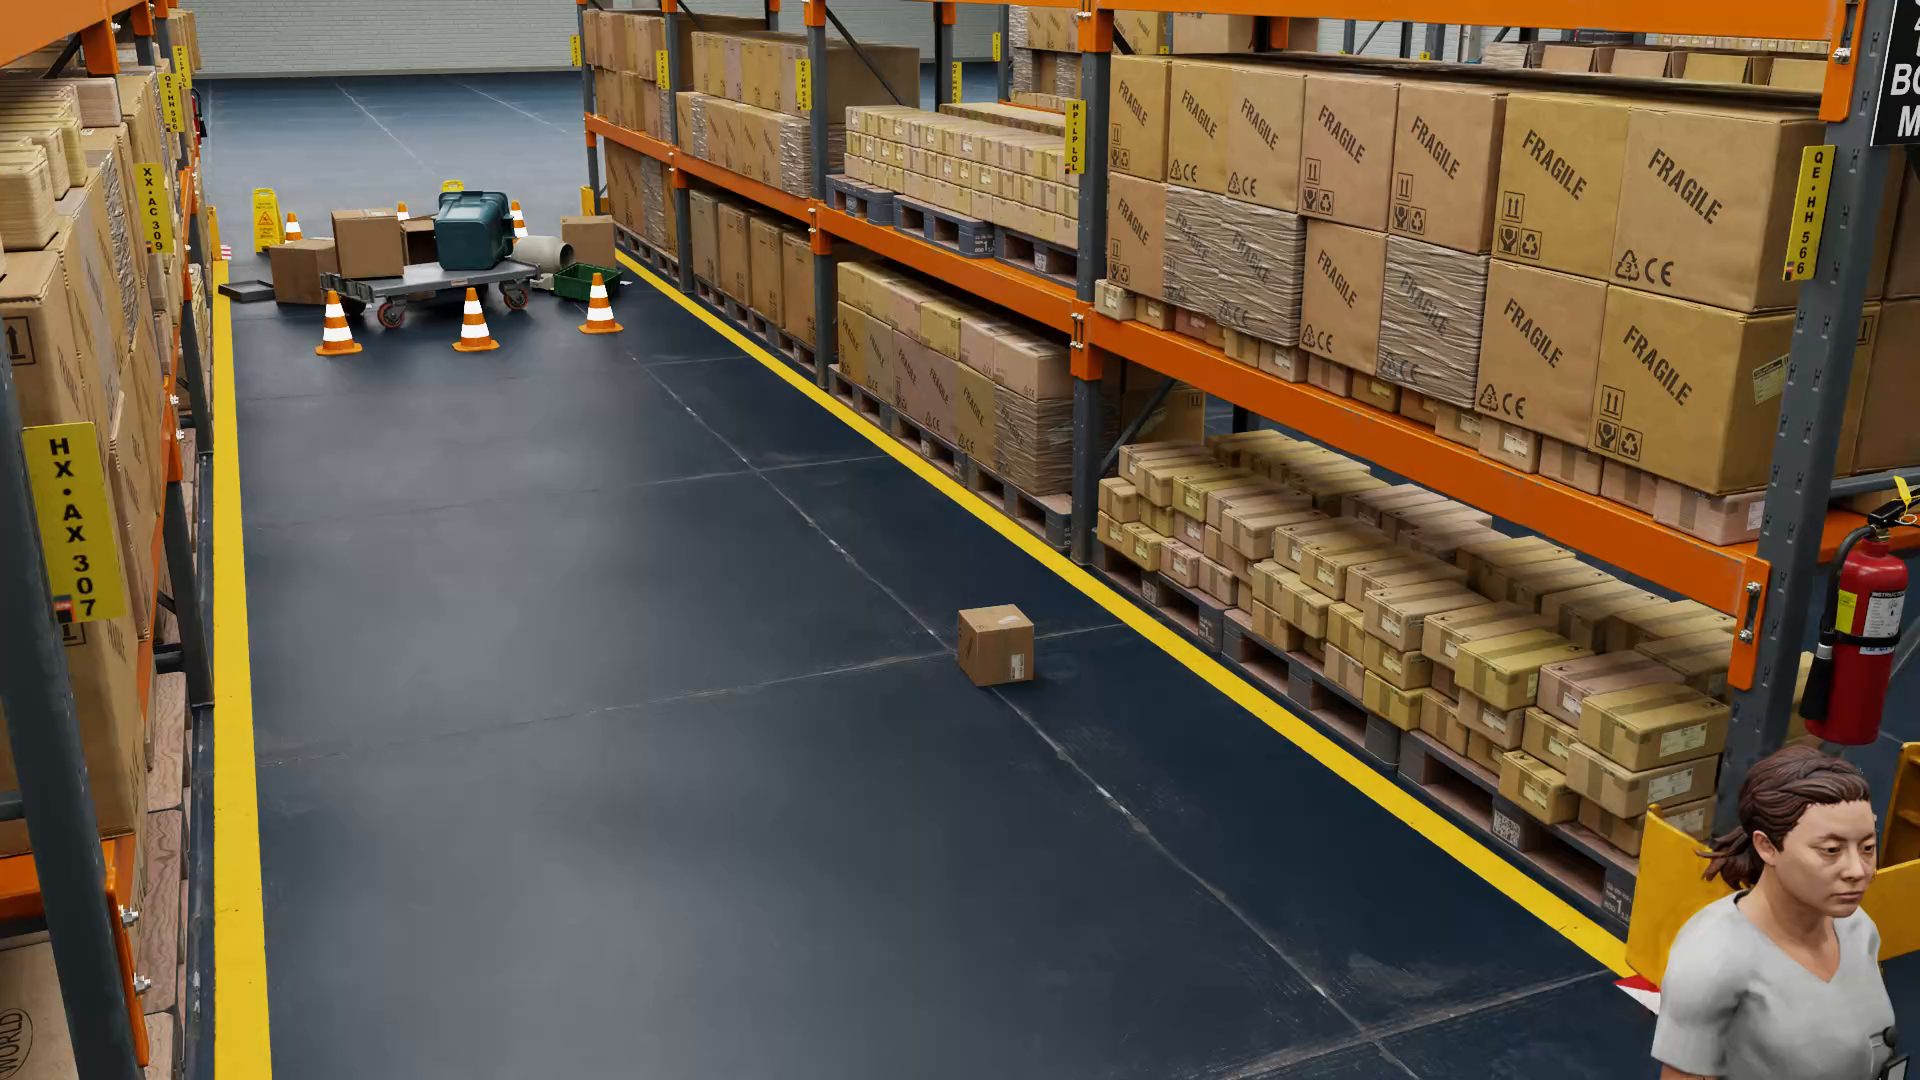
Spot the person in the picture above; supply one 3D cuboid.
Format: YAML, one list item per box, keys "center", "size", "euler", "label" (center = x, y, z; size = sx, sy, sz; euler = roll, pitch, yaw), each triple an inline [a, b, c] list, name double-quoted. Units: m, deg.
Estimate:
- center: [1.336, 1.126, 2.784]
  size: [0.462, 1.621, 1.022]
  euler: [-5, 20, -15]
  label: "person"
